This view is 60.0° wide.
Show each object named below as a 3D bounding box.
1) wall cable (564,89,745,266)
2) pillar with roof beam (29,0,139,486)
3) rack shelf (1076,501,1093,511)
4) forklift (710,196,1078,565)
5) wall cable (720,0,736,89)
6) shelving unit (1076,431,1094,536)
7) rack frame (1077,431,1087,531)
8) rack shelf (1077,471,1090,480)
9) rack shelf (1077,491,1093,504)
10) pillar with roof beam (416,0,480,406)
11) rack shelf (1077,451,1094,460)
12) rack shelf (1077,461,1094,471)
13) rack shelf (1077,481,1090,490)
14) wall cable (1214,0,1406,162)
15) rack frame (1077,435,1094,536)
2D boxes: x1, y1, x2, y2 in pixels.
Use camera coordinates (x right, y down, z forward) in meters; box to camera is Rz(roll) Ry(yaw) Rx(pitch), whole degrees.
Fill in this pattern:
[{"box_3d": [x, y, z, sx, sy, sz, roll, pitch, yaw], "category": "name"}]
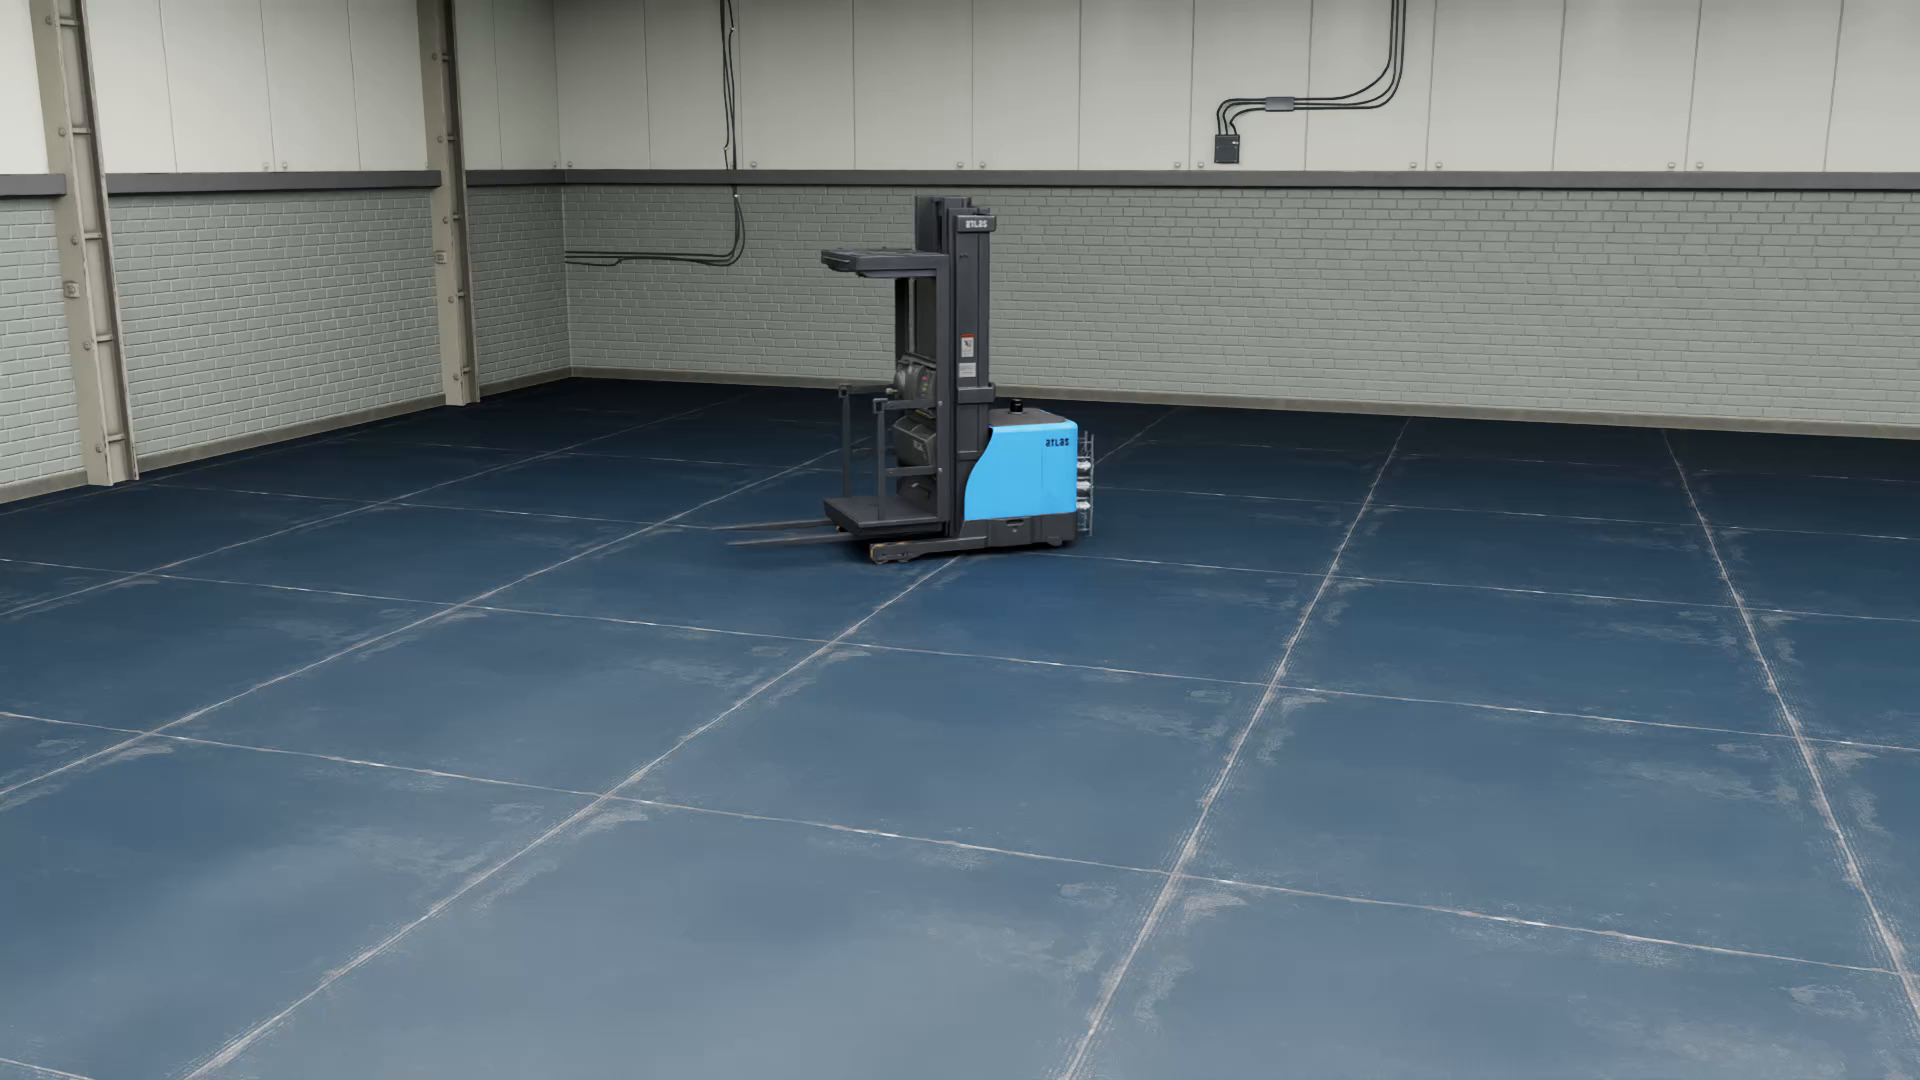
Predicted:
[{"box_3d": [-4.578, -5.263, 24.304, 3.097, 2.526, 0.112, 4, 14, 18], "category": "wall cable"}, {"box_3d": [-4.650, -4.679, 14.765, 9.100, 9.000, 0.400, 4, 14, 18], "category": "pillar with roof beam"}, {"box_3d": [1.023, -0.284, 14.668, 0.258, 0.077, 0.200, -2, 13, -11], "category": "rack shelf"}, {"box_3d": [-0.563, -1.360, 13.862, 3.031, 2.935, 1.130, -5, 14, -20], "category": "forklift"}, {"box_3d": [-2.018, -7.531, 22.889, 3.097, 2.526, 0.112, 4, 14, 18], "category": "wall cable"}, {"box_3d": [1.023, -0.492, 14.621, 0.258, 0.900, 0.210, -2, 13, -11], "category": "shelving unit"}, {"box_3d": [1.003, -0.514, 14.718, 0.240, 0.900, 0.006, -2, 13, -11], "category": "rack frame"}, {"box_3d": [1.023, -0.547, 14.608, 0.258, 0.077, 0.200, -2, 13, -11], "category": "rack shelf"}, {"box_3d": [1.023, -0.372, 14.648, 0.258, 0.077, 0.200, -2, 13, -11], "category": "rack shelf"}, {"box_3d": [-2.709, -5.942, 20.300, 9.100, 9.000, 0.400, 4, 14, 18], "category": "pillar with roof beam"}, {"box_3d": [1.023, -0.723, 14.568, 0.258, 0.077, 0.200, -2, 13, -11], "category": "rack shelf"}, {"box_3d": [1.023, -0.635, 14.588, 0.258, 0.077, 0.200, -2, 13, -11], "category": "rack shelf"}, {"box_3d": [1.023, -0.459, 14.628, 0.258, 0.077, 0.200, -2, 13, -11], "category": "rack shelf"}, {"box_3d": [4.400, -7.748, 20.571, 2.305, 6.003, 0.169, 4, 14, 18], "category": "wall cable"}, {"box_3d": [1.042, -0.470, 14.524, 0.240, 0.900, 0.006, -2, 13, -11], "category": "rack frame"}]
